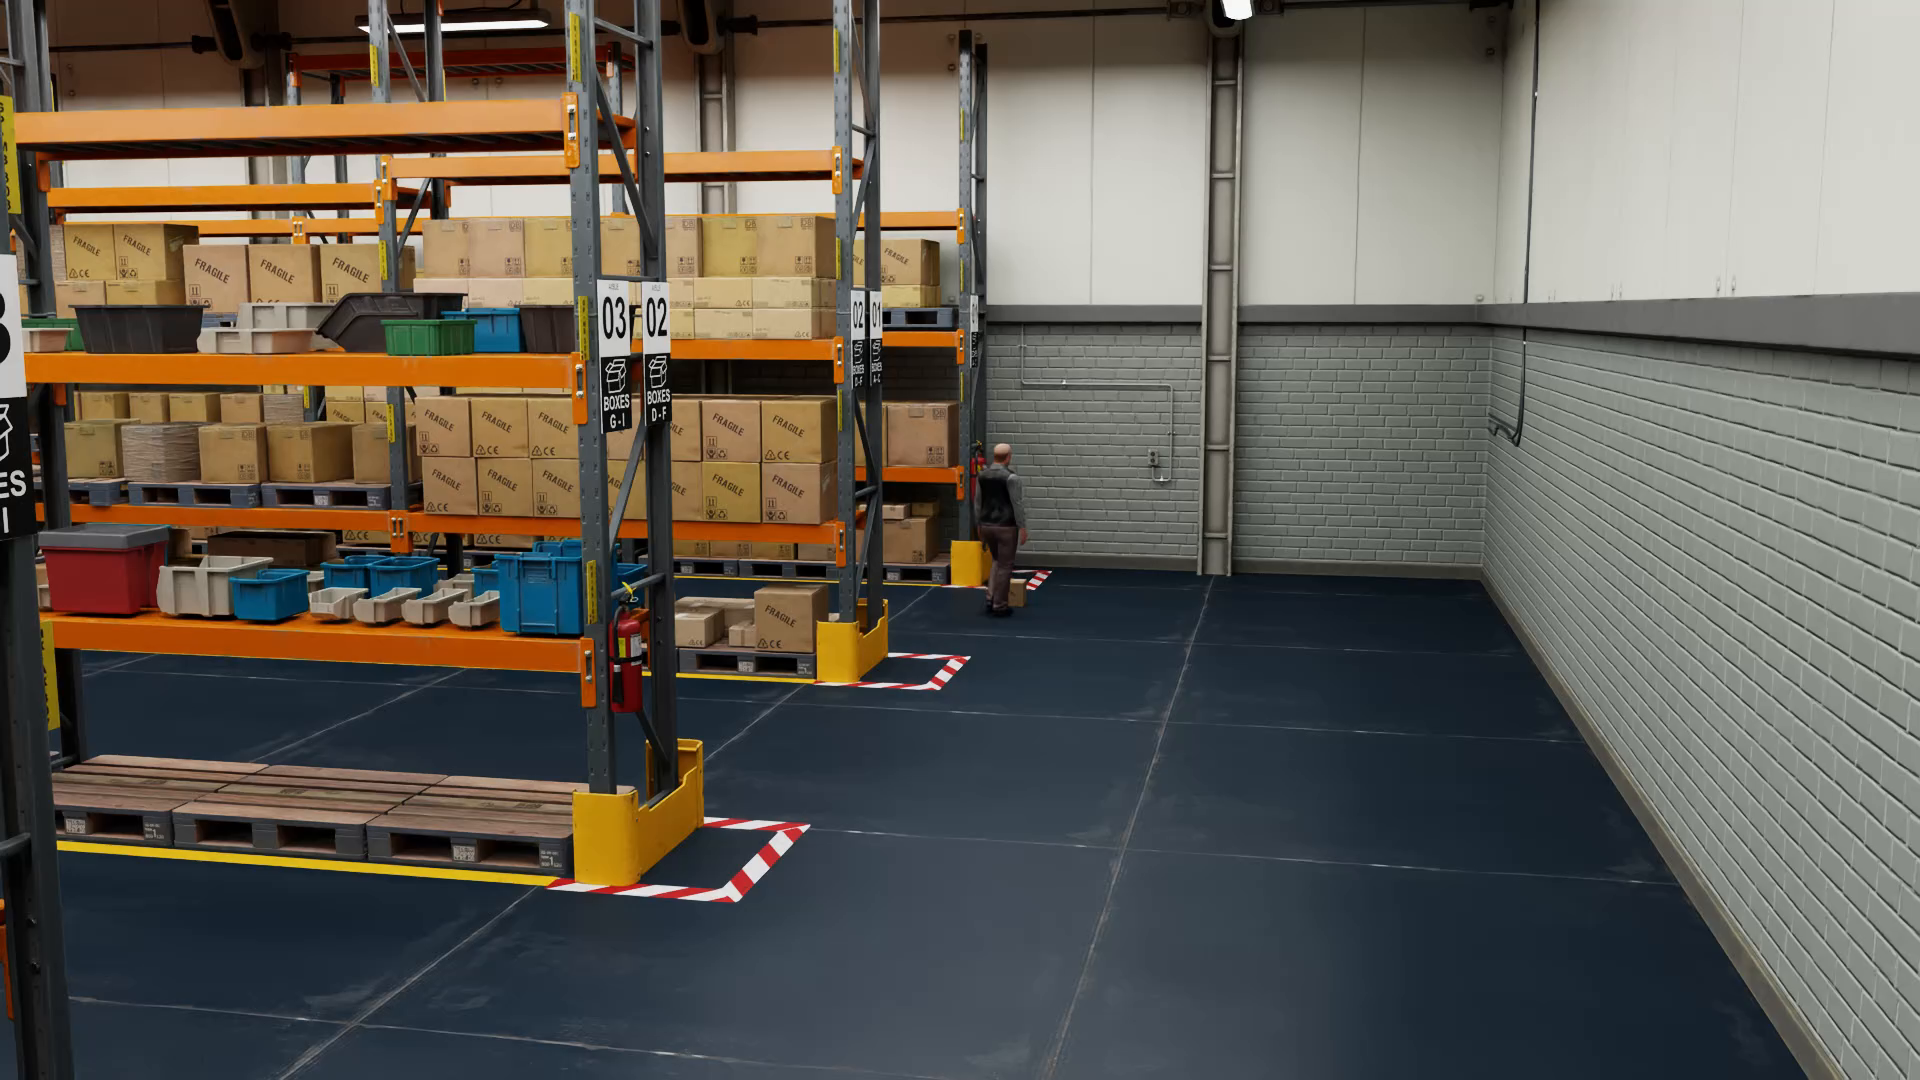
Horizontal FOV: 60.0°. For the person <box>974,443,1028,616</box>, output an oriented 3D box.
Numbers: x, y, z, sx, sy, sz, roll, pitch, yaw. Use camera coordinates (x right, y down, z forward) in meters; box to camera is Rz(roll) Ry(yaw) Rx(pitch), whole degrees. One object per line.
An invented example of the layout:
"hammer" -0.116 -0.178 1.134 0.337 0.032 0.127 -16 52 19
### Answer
"person" 0.441 -0.082 16.616 0.564 1.771 0.433 6 10 37
